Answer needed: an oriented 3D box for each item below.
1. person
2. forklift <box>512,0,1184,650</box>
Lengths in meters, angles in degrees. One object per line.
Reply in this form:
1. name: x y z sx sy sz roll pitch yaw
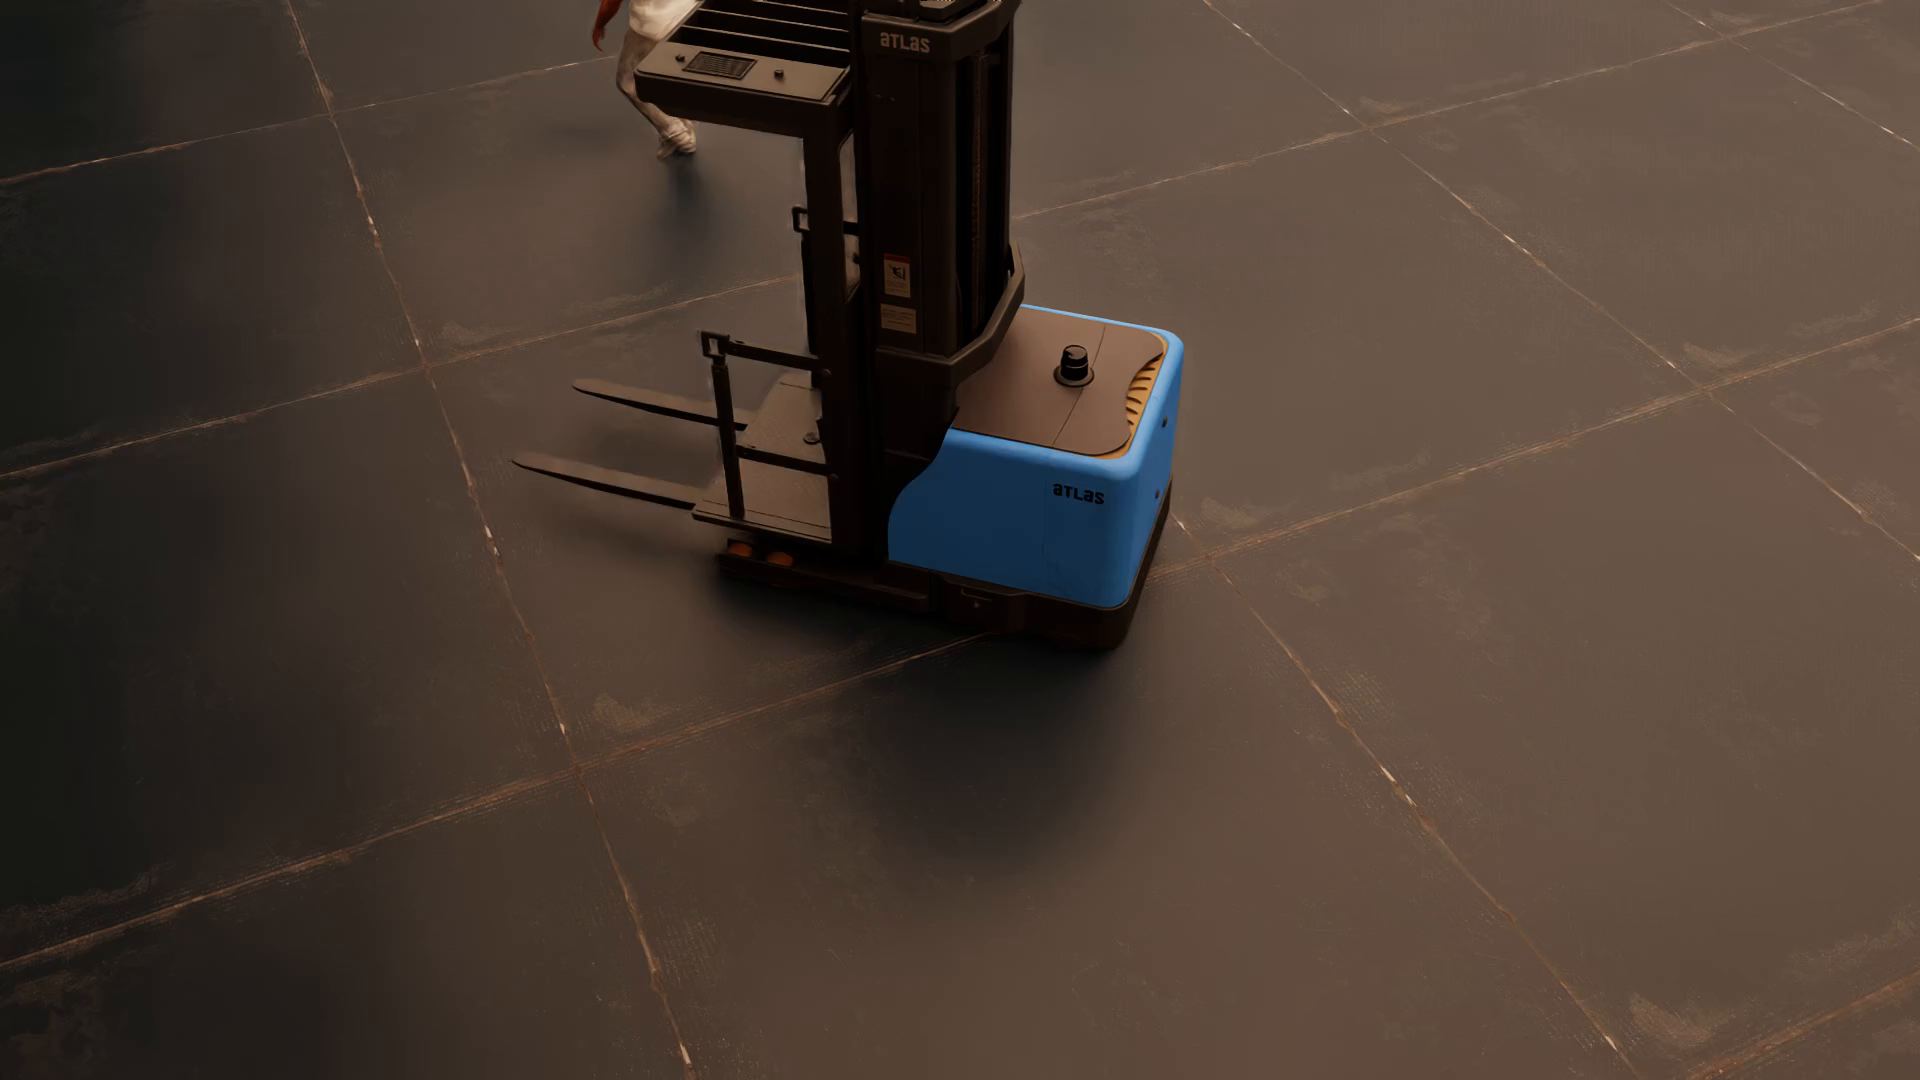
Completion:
1. person: -1.763 -3.051 9.819 0.489 1.746 0.771 29 50 27
2. forklift: -0.588 -1.184 6.949 3.031 2.935 1.130 12 44 13
